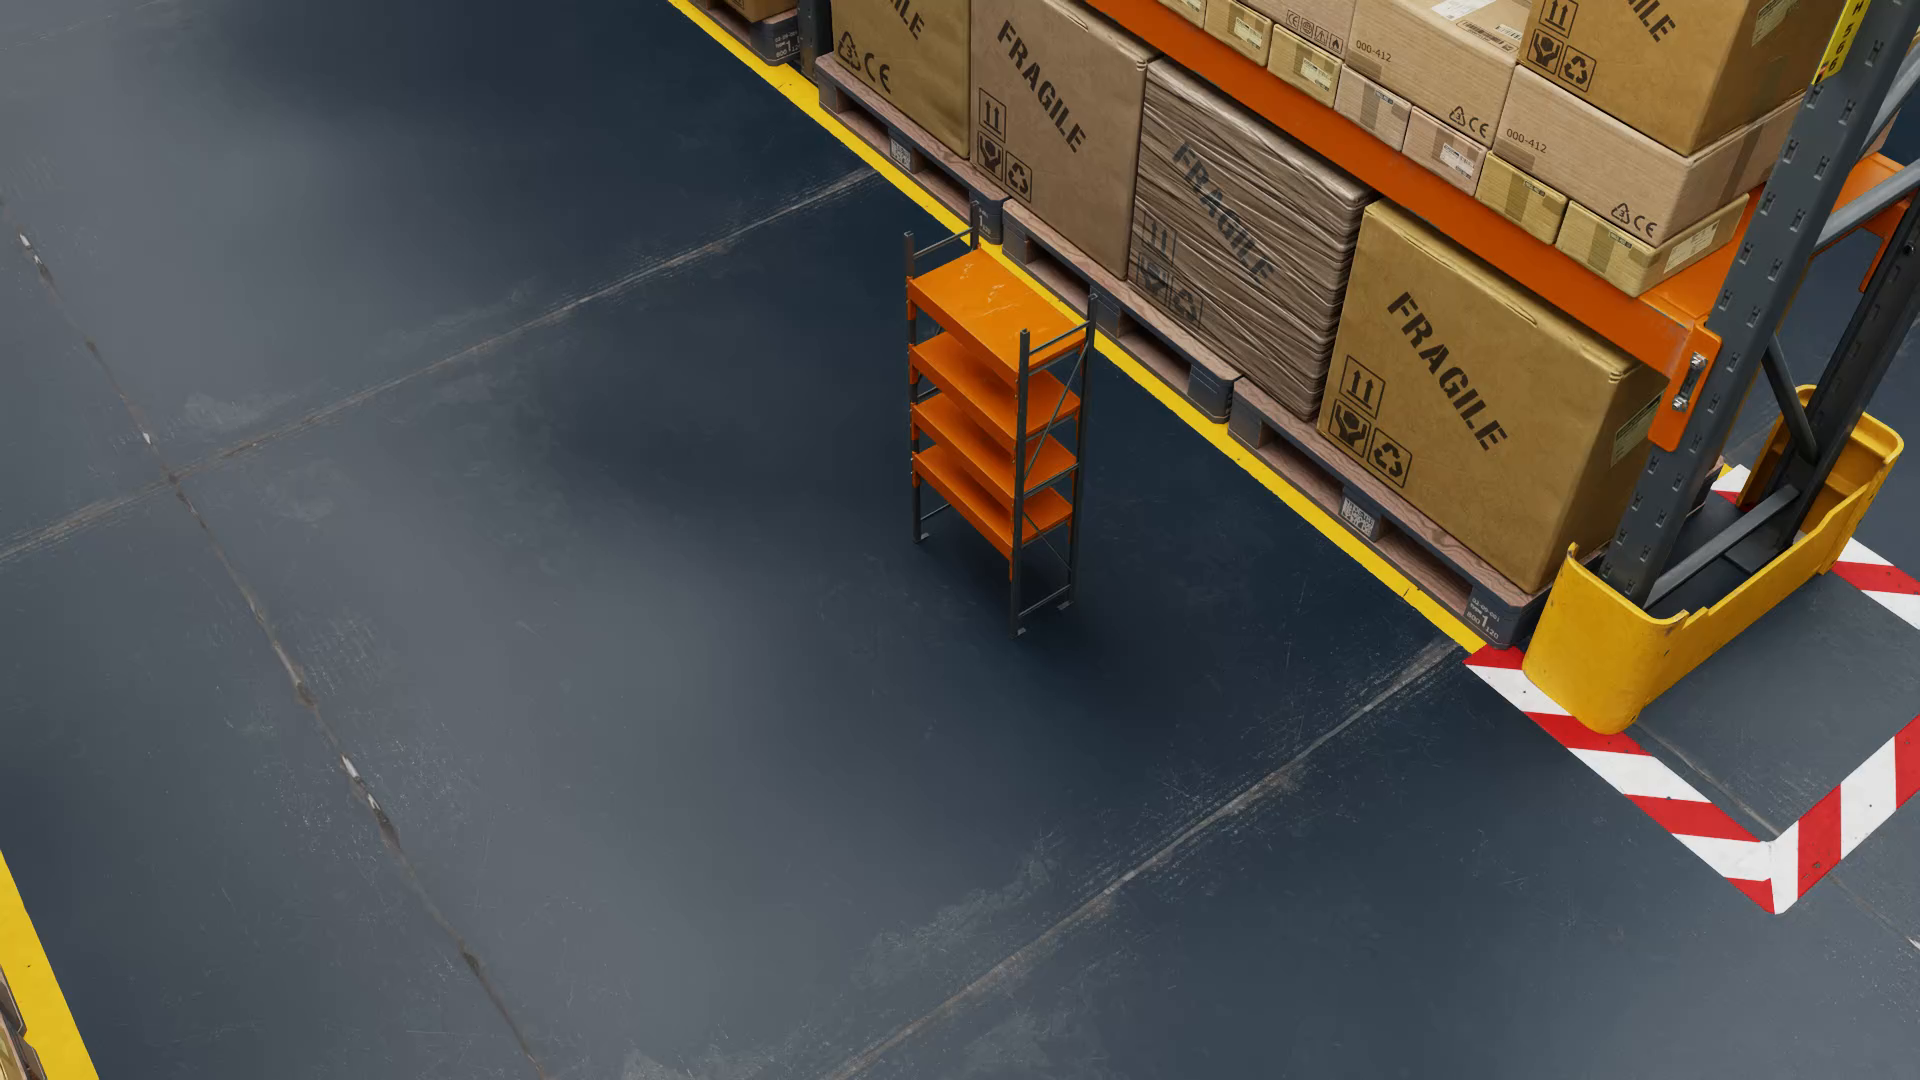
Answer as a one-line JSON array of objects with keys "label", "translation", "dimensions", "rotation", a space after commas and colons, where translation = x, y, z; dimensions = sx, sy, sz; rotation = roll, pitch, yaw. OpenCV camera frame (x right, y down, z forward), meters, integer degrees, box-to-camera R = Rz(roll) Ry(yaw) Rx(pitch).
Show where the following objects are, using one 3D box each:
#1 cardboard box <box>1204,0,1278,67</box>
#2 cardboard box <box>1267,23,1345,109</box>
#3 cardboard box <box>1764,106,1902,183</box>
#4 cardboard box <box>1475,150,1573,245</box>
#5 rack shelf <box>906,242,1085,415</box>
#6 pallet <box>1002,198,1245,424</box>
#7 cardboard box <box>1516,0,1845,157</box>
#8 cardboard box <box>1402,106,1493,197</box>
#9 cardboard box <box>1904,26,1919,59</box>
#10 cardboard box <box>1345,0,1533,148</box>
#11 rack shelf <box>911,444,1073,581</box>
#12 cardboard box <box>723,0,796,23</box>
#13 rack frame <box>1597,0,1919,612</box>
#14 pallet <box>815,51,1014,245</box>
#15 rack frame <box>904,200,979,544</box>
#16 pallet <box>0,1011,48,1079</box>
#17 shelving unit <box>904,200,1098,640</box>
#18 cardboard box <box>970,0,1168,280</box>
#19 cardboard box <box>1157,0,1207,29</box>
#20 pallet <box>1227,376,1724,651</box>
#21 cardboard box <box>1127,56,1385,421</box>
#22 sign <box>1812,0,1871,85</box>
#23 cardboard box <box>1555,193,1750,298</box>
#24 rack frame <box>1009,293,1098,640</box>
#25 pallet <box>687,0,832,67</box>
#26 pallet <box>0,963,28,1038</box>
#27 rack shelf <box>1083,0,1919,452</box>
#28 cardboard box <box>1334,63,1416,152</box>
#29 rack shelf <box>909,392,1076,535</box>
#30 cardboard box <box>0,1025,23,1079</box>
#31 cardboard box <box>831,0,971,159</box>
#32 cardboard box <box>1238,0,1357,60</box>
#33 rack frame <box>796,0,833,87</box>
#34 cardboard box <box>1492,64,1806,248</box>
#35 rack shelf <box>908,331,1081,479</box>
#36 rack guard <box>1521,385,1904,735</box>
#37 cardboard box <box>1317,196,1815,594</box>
[{"label": "cardboard box", "translation": [0.931, -1.541, 4.792], "dimensions": [0.380, 0.149, 0.250], "rotation": [-29, 54, -24]}, {"label": "cardboard box", "translation": [1.088, -1.388, 4.653], "dimensions": [0.380, 0.149, 0.250], "rotation": [-31, 55, -25]}, {"label": "cardboard box", "translation": [2.233, -1.081, 4.375], "dimensions": [0.380, 0.149, 0.250], "rotation": [-29, 54, -24]}, {"label": "cardboard box", "translation": [1.549, -0.939, 4.246], "dimensions": [0.380, 0.149, 0.250], "rotation": [-29, 54, -24]}, {"label": "rack shelf", "translation": [0.100, -0.569, 4.426], "dimensions": [0.258, 0.148, 0.480], "rotation": [-29, 54, -24]}, {"label": "pallet", "translation": [0.905, -1.027, 6.039], "dimensions": [1.003, 0.211, 1.213], "rotation": [-29, 54, -24]}, {"label": "cardboard box", "translation": [1.681, -1.279, 3.779], "dimensions": [0.500, 0.500, 0.500], "rotation": [-29, 54, -24]}, {"label": "cardboard box", "translation": [1.397, -1.088, 4.381], "dimensions": [0.380, 0.149, 0.250], "rotation": [-29, 54, -24]}, {"label": "cardboard box", "translation": [2.110, -1.262, 4.270], "dimensions": [0.500, 0.250, 0.500], "rotation": [-31, 55, -25]}, {"label": "cardboard box", "translation": [1.374, -1.324, 4.326], "dimensions": [0.500, 0.250, 0.500], "rotation": [-30, 55, -25]}, {"label": "rack shelf", "translation": [0.100, -0.127, 4.914], "dimensions": [0.258, 0.148, 0.480], "rotation": [-29, 54, -24]}, {"label": "cardboard box", "translation": [-0.640, -2.963, 7.062], "dimensions": [1.225, 0.875, 0.875], "rotation": [-29, 54, -24]}, {"label": "rack frame", "translation": [2.186, -0.808, 3.958], "dimensions": [1.000, 3.000, 0.127], "rotation": [-29, 54, -24]}, {"label": "pallet", "translation": [0.162, -1.747, 6.691], "dimensions": [1.003, 0.211, 1.213], "rotation": [-29, 54, -24]}, {"label": "rack frame", "translation": [-0.048, -0.449, 4.847], "dimensions": [0.240, 1.200, 0.015], "rotation": [-29, 54, -24]}, {"label": "pallet", "translation": [-2.333, 1.754, 3.518], "dimensions": [1.003, 0.211, 1.213], "rotation": [-29, 54, -24]}, {"label": "shelving unit", "translation": [0.100, -0.305, 4.717], "dimensions": [0.258, 1.200, 0.503], "rotation": [-29, 54, -24]}, {"label": "cardboard box", "translation": [0.645, -1.639, 5.862], "dimensions": [0.875, 0.875, 0.875], "rotation": [-29, 54, -24]}, {"label": "cardboard box", "translation": [0.783, -1.688, 4.925], "dimensions": [0.380, 0.149, 0.250], "rotation": [-28, 54, -23]}, {"label": "pallet", "translation": [1.639, -0.308, 5.387], "dimensions": [1.003, 0.211, 1.213], "rotation": [-29, 54, -24]}, {"label": "cardboard box", "translation": [1.183, -1.114, 5.386], "dimensions": [0.875, 0.875, 0.875], "rotation": [-29, 54, -24]}, {"label": "sign", "translation": [1.745, -1.042, 3.228], "dimensions": [0.100, 0.325, 0.005], "rotation": [-29, 54, -24]}, {"label": "cardboard box", "translation": [1.708, -0.786, 4.108], "dimensions": [0.380, 0.149, 0.250], "rotation": [-28, 54, -23]}, {"label": "rack frame", "translation": [0.248, -0.162, 4.587], "dimensions": [0.240, 1.200, 0.015], "rotation": [-29, 54, -24]}, {"label": "pallet", "translation": [-0.763, -2.652, 7.511], "dimensions": [1.003, 0.211, 1.213], "rotation": [-29, 54, -24]}, {"label": "pallet", "translation": [-3.067, 1.035, 4.169], "dimensions": [1.003, 0.211, 1.213], "rotation": [-29, 54, -24]}, {"label": "rack shelf", "translation": [0.975, -1.746, 5.294], "dimensions": [1.077, 0.370, 4.000], "rotation": [-29, 54, -24]}, {"label": "cardboard box", "translation": [1.247, -1.236, 4.515], "dimensions": [0.380, 0.149, 0.250], "rotation": [-29, 54, -23]}, {"label": "rack shelf", "translation": [0.100, -0.260, 4.767], "dimensions": [0.258, 0.148, 0.480], "rotation": [-29, 54, -24]}, {"label": "cardboard box", "translation": [-2.333, 1.260, 3.724], "dimensions": [0.380, 0.149, 0.250], "rotation": [-29, 54, -24]}, {"label": "cardboard box", "translation": [0.100, -2.169, 6.343], "dimensions": [0.875, 0.875, 0.875], "rotation": [-29, 54, -24]}, {"label": "cardboard box", "translation": [1.066, -1.624, 4.598], "dimensions": [0.500, 0.250, 0.500], "rotation": [-31, 55, -25]}, {"label": "rack frame", "translation": [-0.236, -3.167, 6.096], "dimensions": [1.000, 3.000, 0.127], "rotation": [-29, 54, -24]}, {"label": "cardboard box", "translation": [1.681, -1.025, 4.055], "dimensions": [0.500, 0.250, 0.500], "rotation": [-30, 55, -25]}, {"label": "rack shelf", "translation": [0.100, -0.410, 4.601], "dimensions": [0.258, 0.148, 0.480], "rotation": [-29, 54, -24]}, {"label": "rack guard", "translation": [2.200, 0.045, 4.872], "dimensions": [1.175, 0.500, 0.348], "rotation": [-29, 54, -24]}, {"label": "cardboard box", "translation": [1.734, -0.577, 4.899], "dimensions": [0.875, 0.875, 0.875], "rotation": [-29, 54, -24]}]
